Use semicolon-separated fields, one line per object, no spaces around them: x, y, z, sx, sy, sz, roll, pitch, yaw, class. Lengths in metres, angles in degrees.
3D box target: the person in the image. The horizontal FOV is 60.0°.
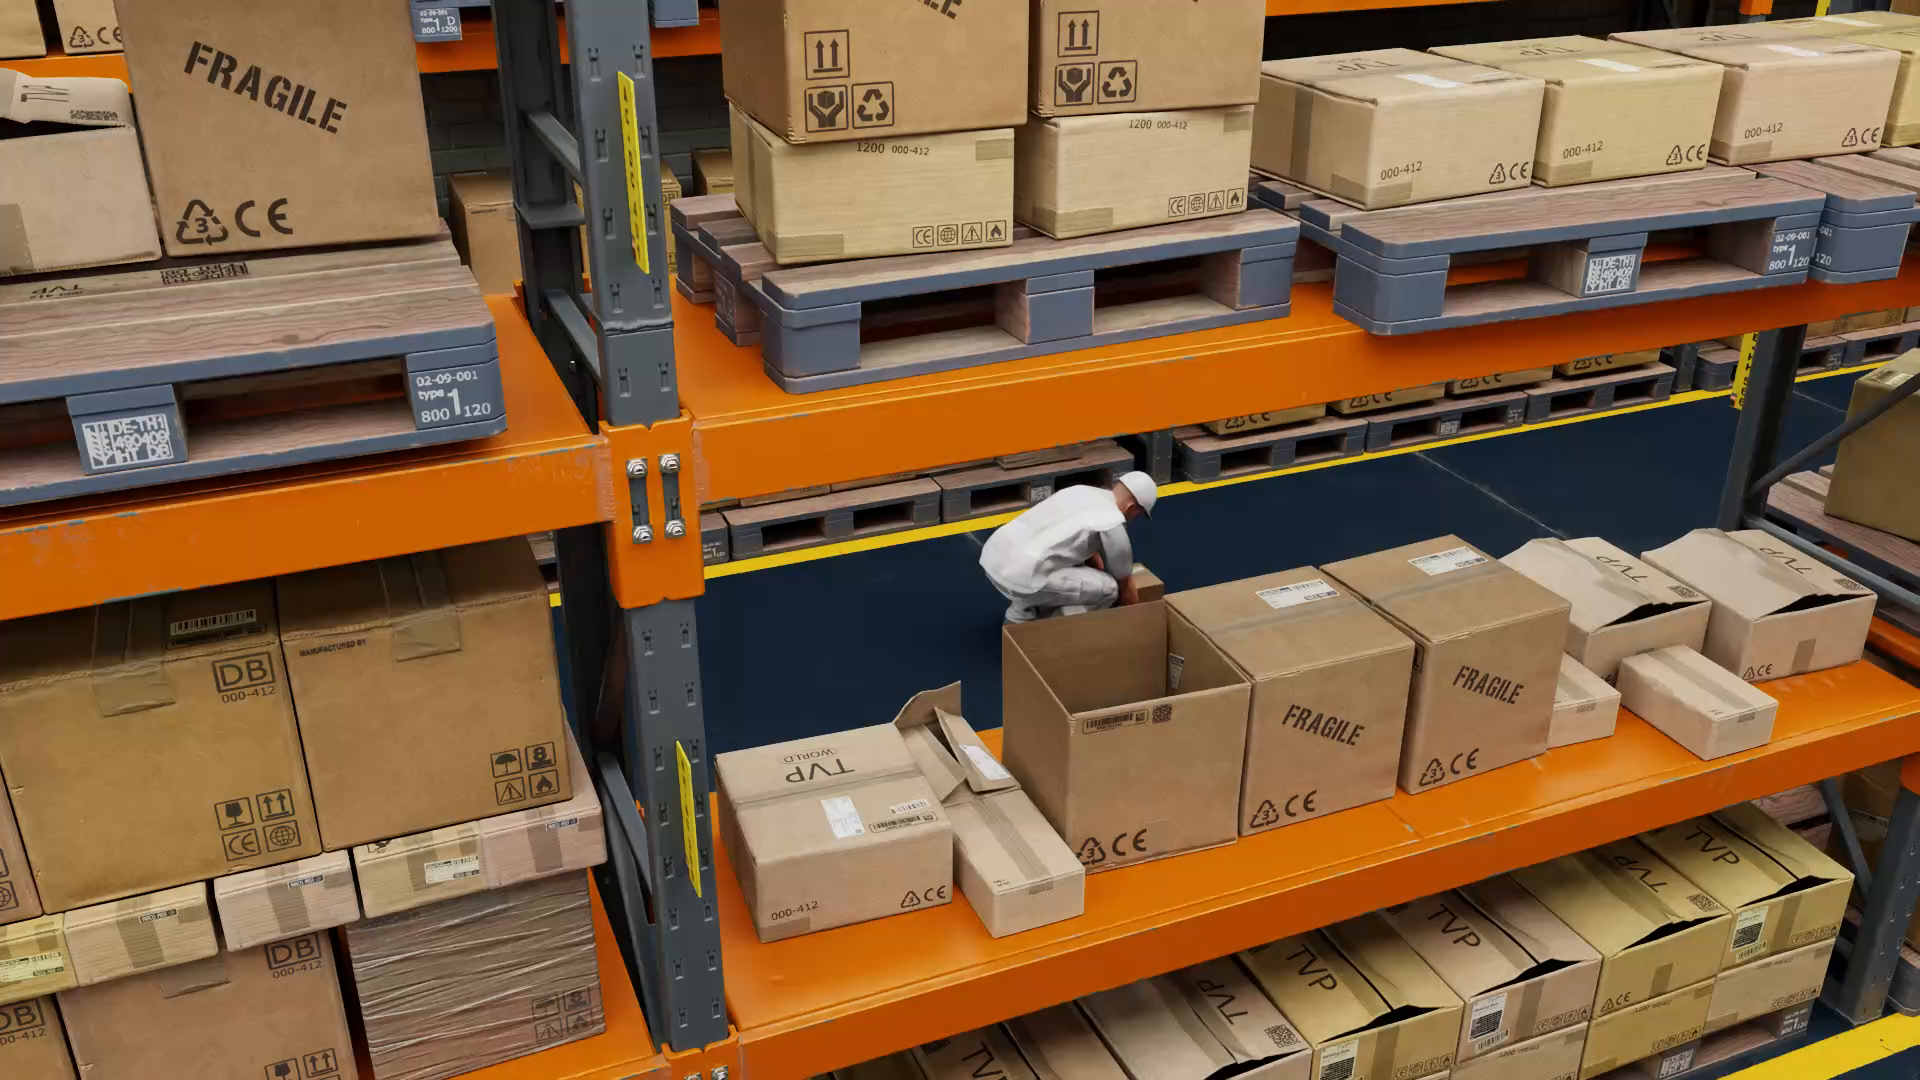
0.546;0.147;8.049;0.926;0.873;0.538;-11;28;-21;person
